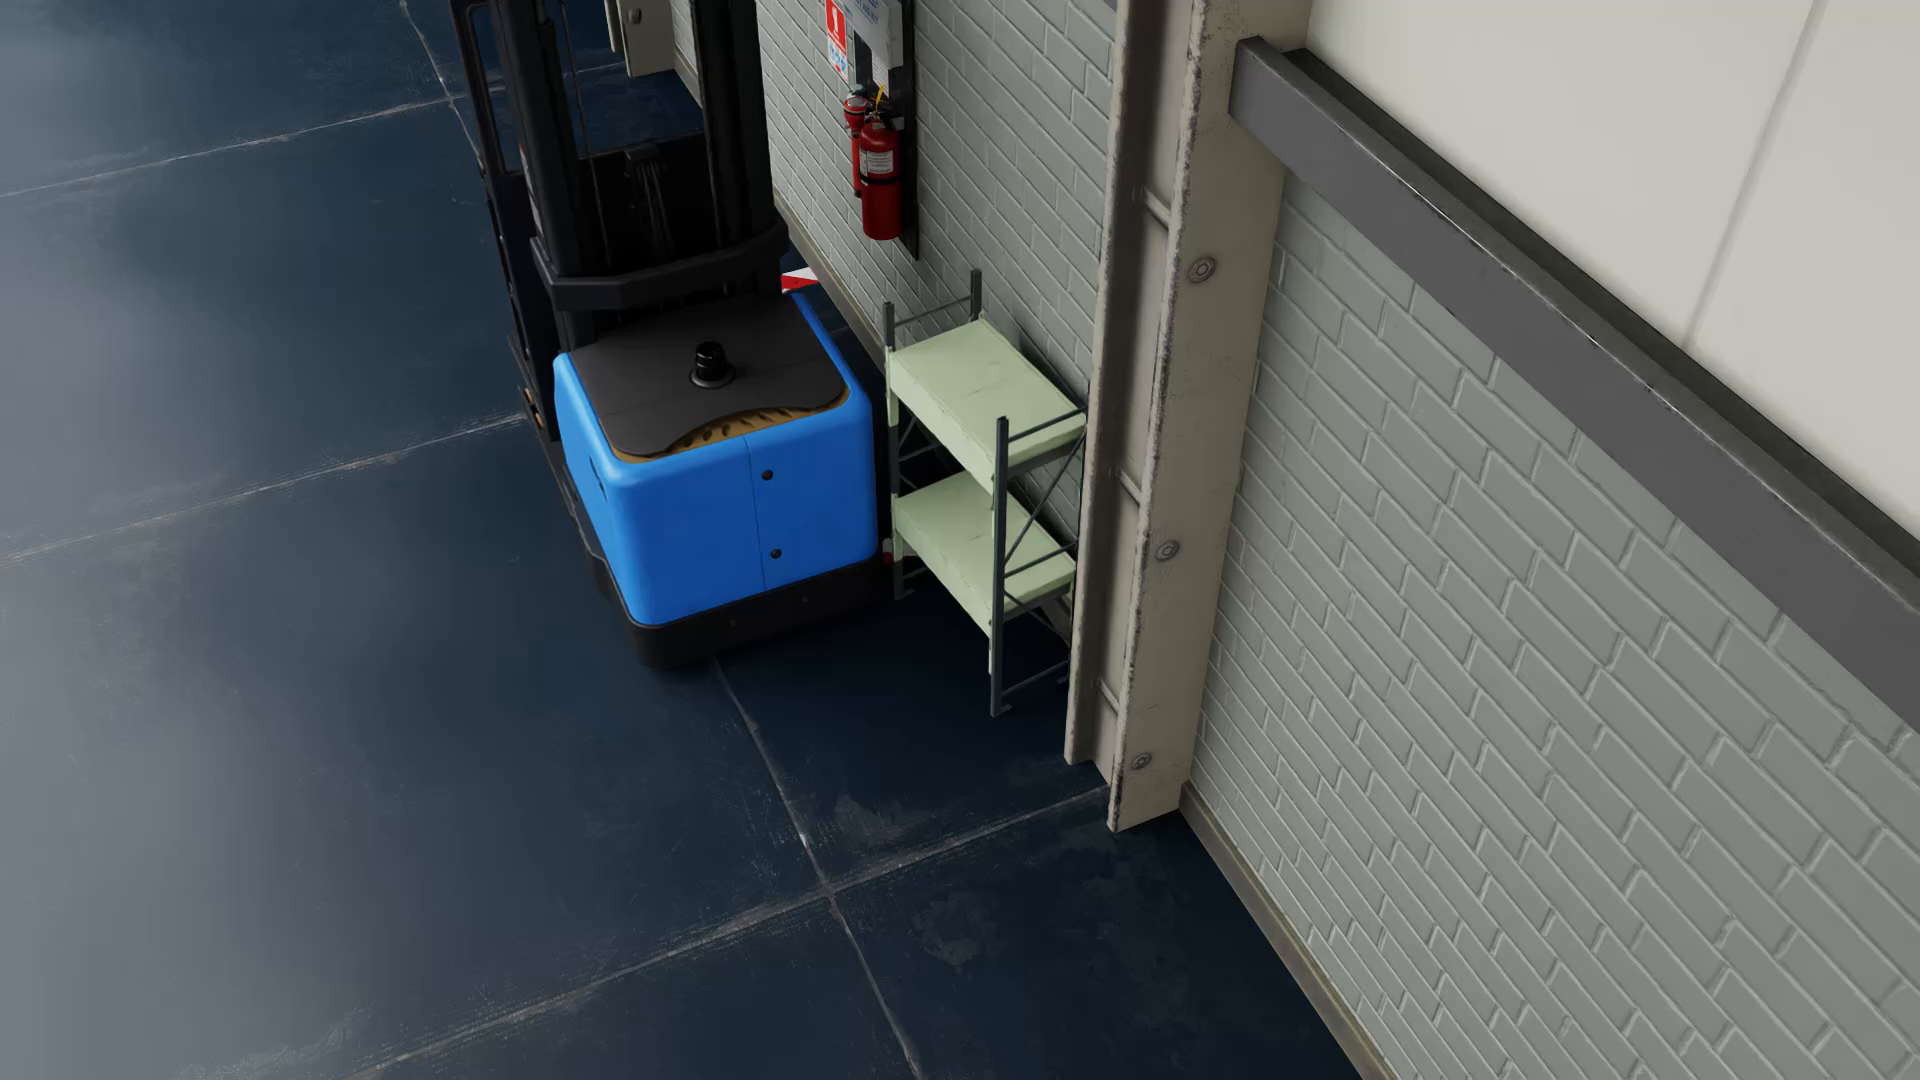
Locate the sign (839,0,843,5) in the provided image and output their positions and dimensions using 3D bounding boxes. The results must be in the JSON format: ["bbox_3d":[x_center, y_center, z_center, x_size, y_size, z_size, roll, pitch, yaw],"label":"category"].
[{"bbox_3d":[-0.536,-2.338,6.950,0.001,0.109,0.331,-18,47,-17],"label":"sign"}]

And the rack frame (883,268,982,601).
[{"bbox_3d":[-0.097,-0.363,6.417,0.400,1.500,0.023,-24,49,-22],"label":"rack frame"}]

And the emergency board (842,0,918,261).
[{"bbox_3d":[-0.391,-1.760,6.767,0.194,1.169,0.643,-18,47,-17],"label":"emergency board"}]

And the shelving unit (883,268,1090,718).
[{"bbox_3d":[0.098,-0.145,6.197,0.431,1.500,0.755,-24,49,-22],"label":"shelving unit"}]

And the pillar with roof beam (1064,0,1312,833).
[{"bbox_3d":[-3.293,-1.038,1.764,9.100,9.000,0.400,-18,47,-17],"label":"pillar with roof beam"}]

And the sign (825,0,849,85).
[{"bbox_3d":[-0.530,-2.155,7.142,0.001,0.329,0.234,-18,47,-17],"label":"sign"}]

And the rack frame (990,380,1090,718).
[{"bbox_3d":[0.293,0.073,5.977,0.400,1.500,0.023,-24,49,-22],"label":"rack frame"}]

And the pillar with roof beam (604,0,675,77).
[{"bbox_3d":[-5.816,-4.861,5.639,9.100,9.000,0.400,-18,47,-17],"label":"pillar with roof beam"}]

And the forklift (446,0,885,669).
[{"bbox_3d":[-1.376,-1.582,6.636,1.130,2.935,3.031,-18,47,-17],"label":"forklift"}]

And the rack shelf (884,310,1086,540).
[{"bbox_3d":[0.098,-0.422,5.922,0.431,0.370,0.720,-24,49,-22],"label":"rack shelf"}]

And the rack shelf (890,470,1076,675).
[{"bbox_3d":[0.097,0.087,6.426,0.431,0.370,0.720,-24,49,-22],"label":"rack shelf"}]
